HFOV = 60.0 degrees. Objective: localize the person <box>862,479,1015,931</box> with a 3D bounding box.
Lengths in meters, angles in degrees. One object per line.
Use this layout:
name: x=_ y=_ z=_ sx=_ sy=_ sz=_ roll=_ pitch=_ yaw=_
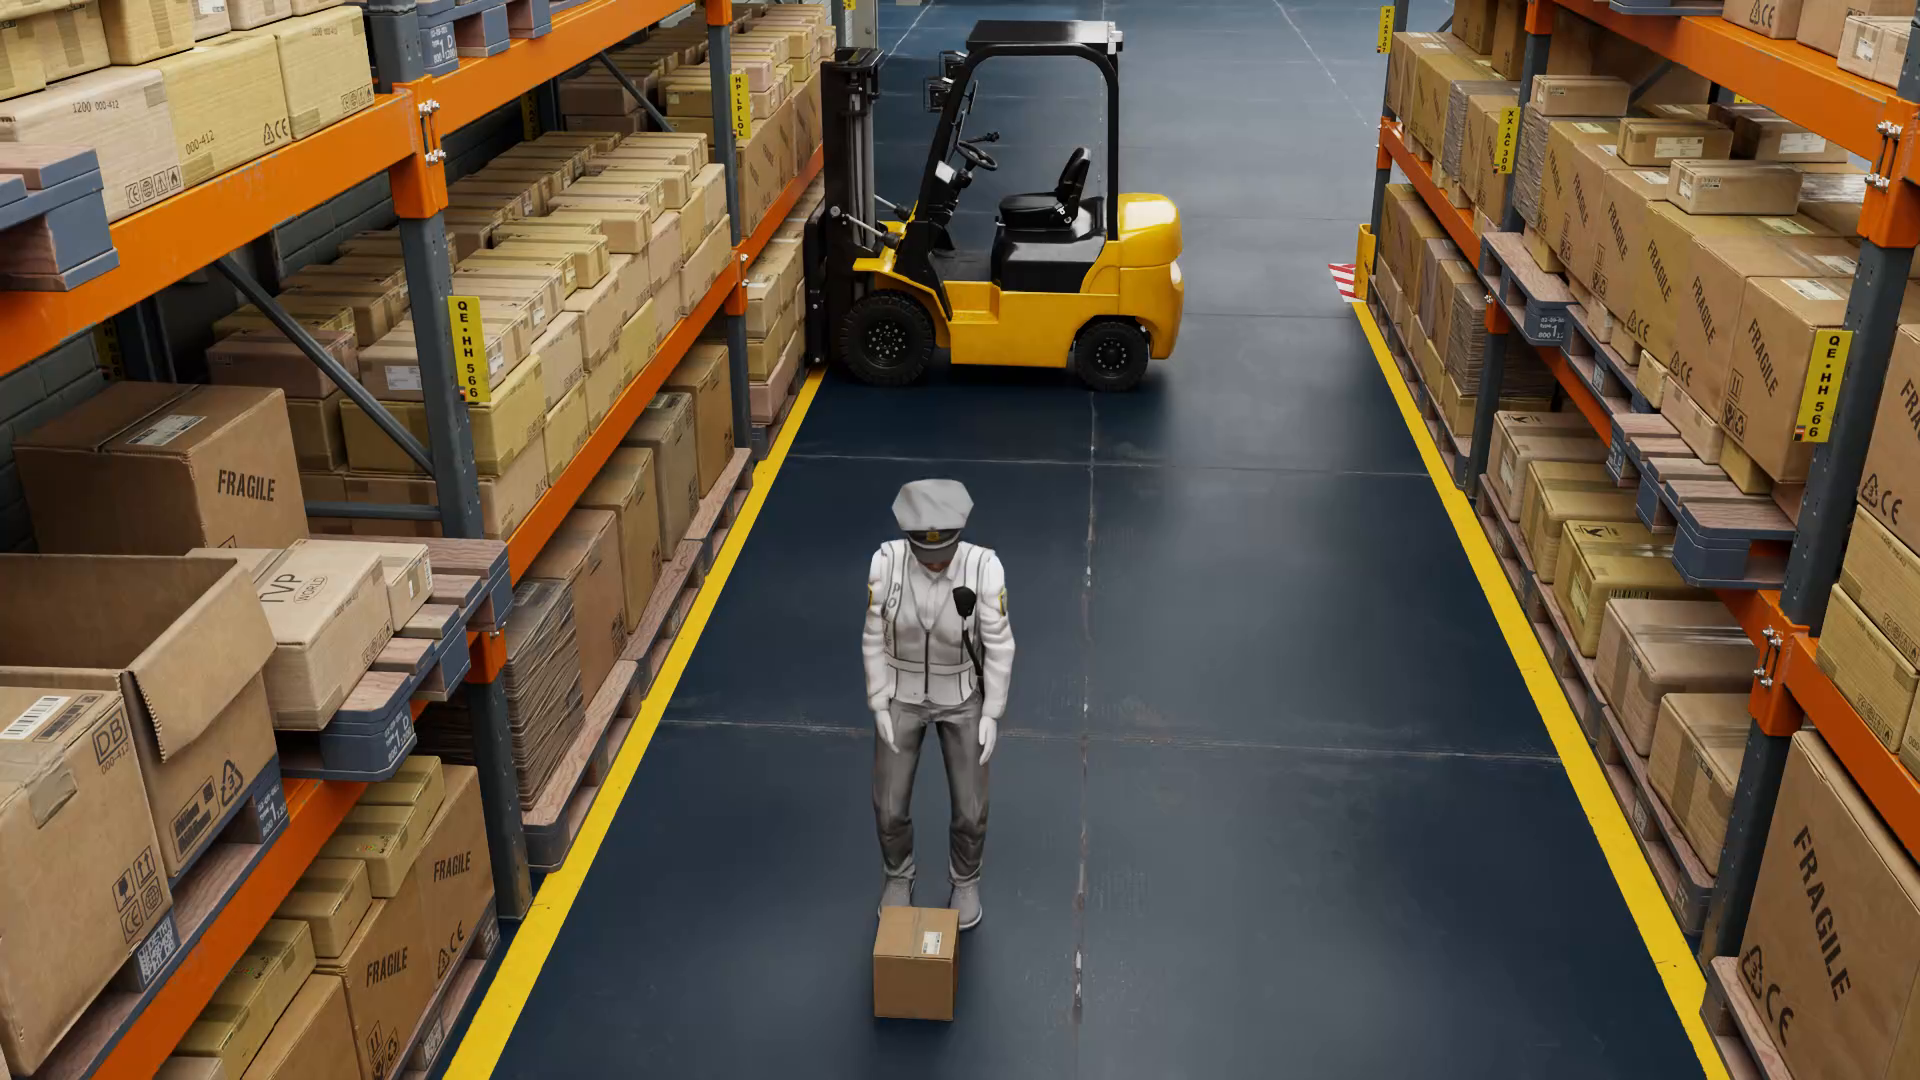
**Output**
person: x=-0.073 y=0.553 z=5.463 sx=0.500 sy=1.626 sz=0.446 roll=2 pitch=25 yaw=5
